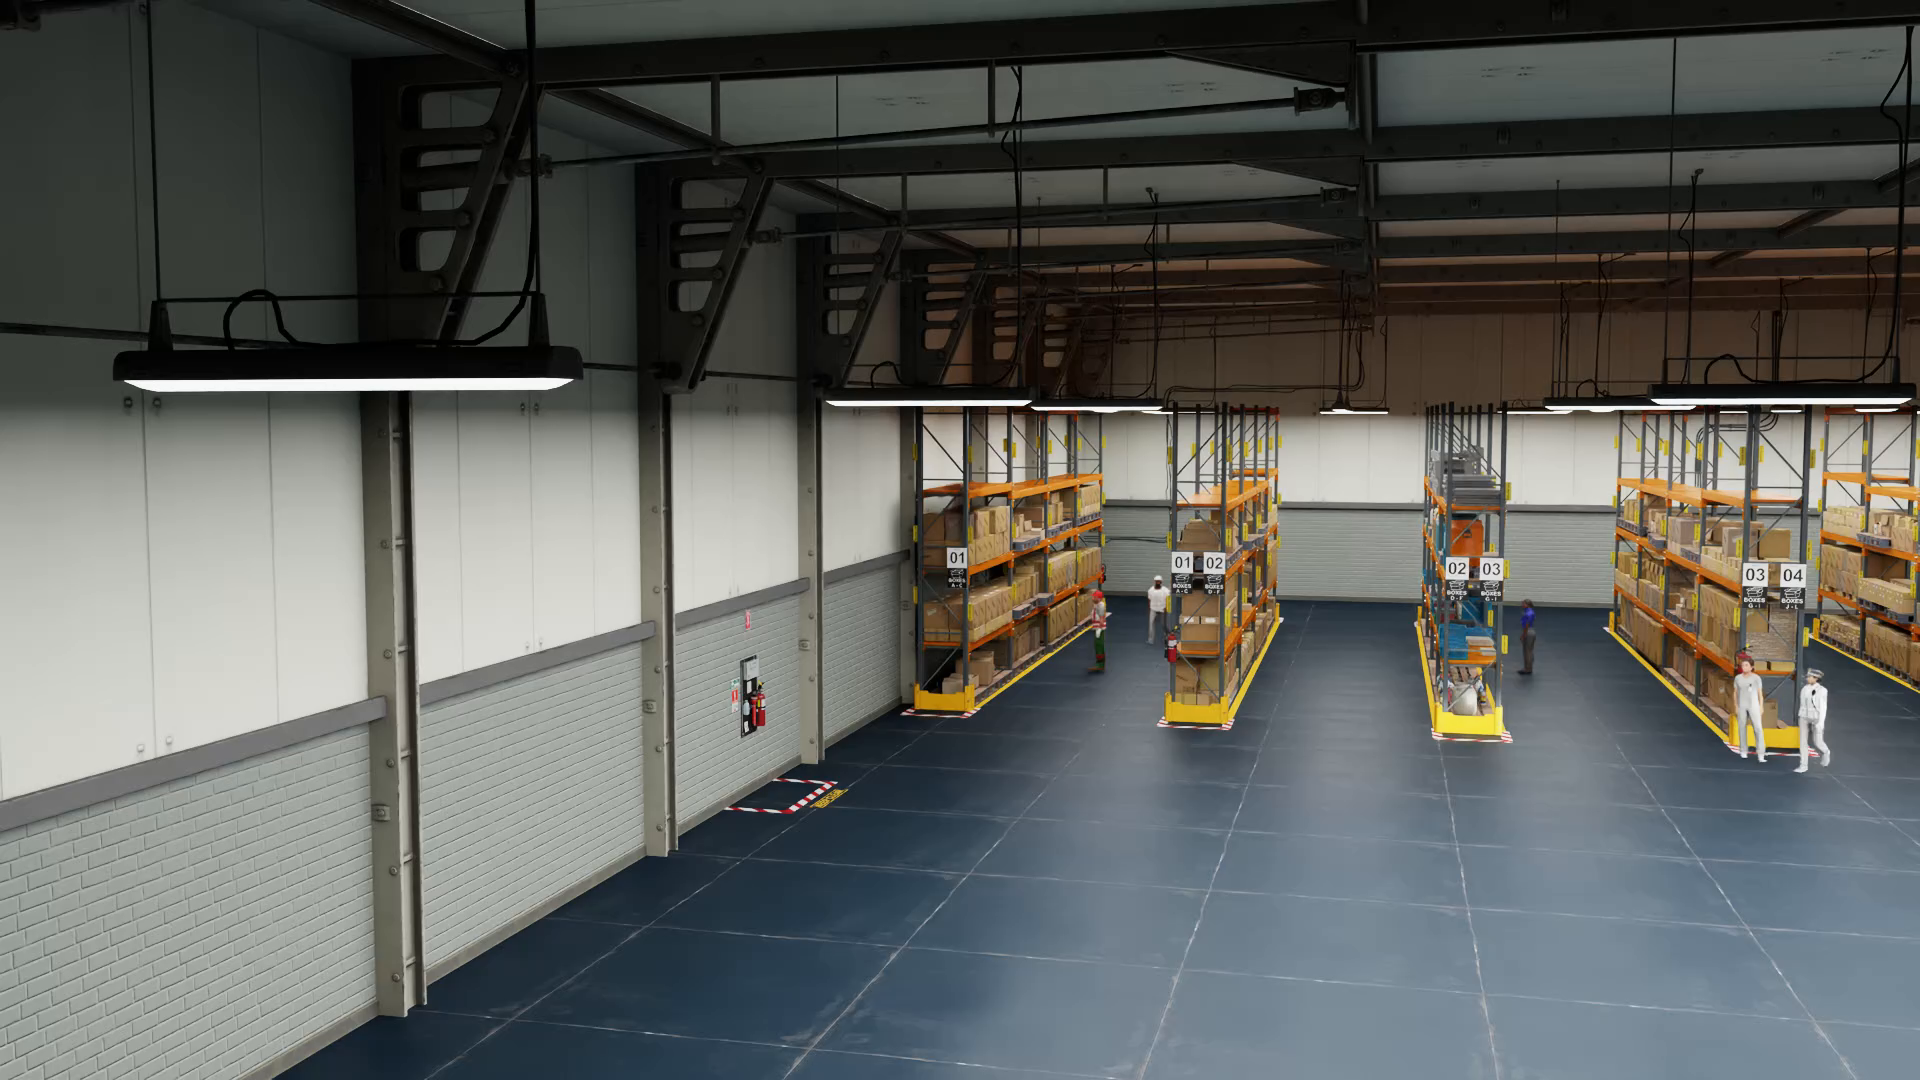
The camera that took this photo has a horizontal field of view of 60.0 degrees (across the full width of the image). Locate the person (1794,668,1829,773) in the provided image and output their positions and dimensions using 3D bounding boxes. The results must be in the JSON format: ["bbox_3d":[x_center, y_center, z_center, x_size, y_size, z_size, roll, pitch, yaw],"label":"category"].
[{"bbox_3d":[13.770,2.895,26.819,0.695,1.675,0.442,-4,6,-40],"label":"person"}]

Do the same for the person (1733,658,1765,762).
[{"bbox_3d":[13.262,2.832,27.898,0.589,1.686,0.439,4,6,41],"label":"person"}]

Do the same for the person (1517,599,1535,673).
[{"bbox_3d":[12.670,2.140,37.196,0.361,1.670,0.453,2,5,22],"label":"person"}]

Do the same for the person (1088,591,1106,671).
[{"bbox_3d":[3.092,2.038,37.602,0.401,1.792,0.637,0,4,-2],"label":"person"}]

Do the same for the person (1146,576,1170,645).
[{"bbox_3d":[4.998,1.763,42.007,0.623,1.730,1.017,2,5,27],"label":"person"}]
